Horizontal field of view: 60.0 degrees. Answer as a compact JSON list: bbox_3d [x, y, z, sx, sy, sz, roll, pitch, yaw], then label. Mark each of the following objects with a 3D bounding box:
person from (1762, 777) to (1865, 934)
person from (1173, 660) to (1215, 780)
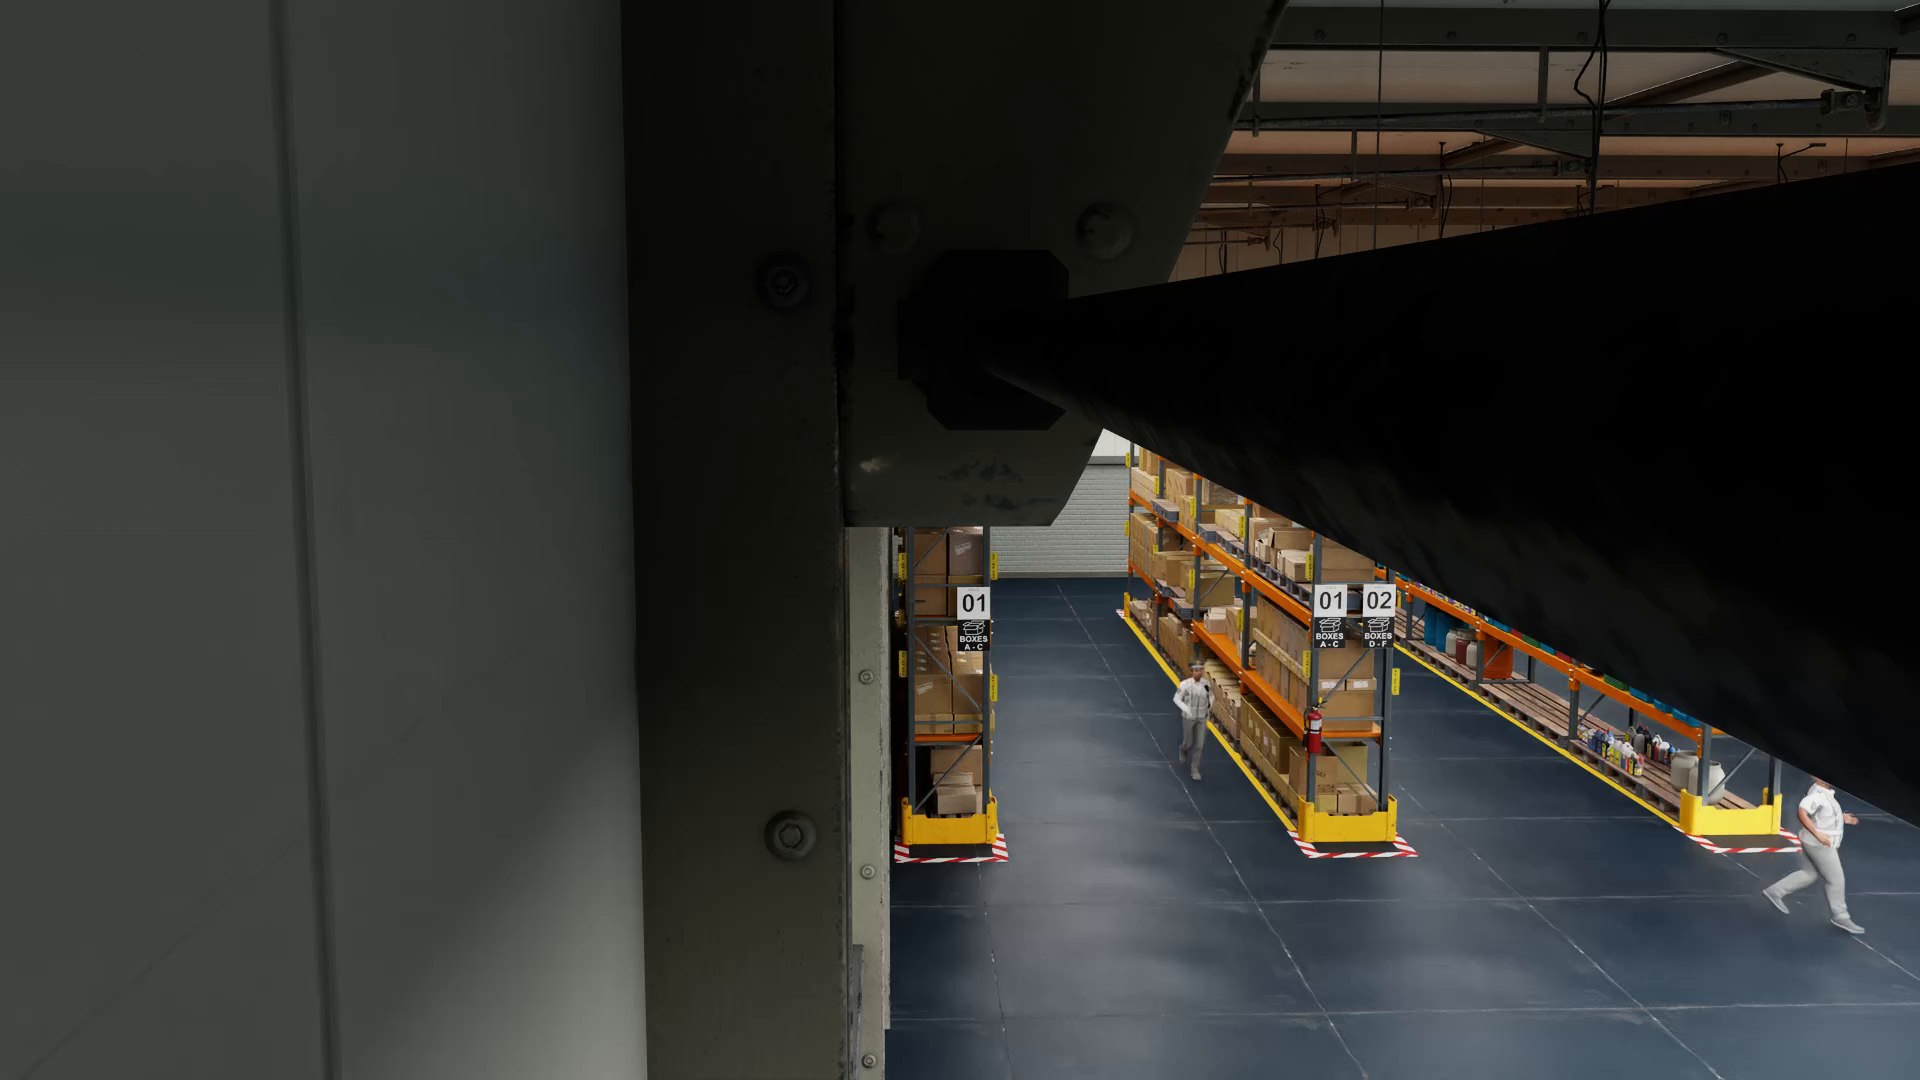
[{"bbox_3d":[9.057,3.208,17.562,0.976,1.799,0.662,3,8,20],"label":"person"},{"bbox_3d":[3.318,2.498,23.512,0.611,1.670,0.720,-1,7,-9],"label":"person"}]
